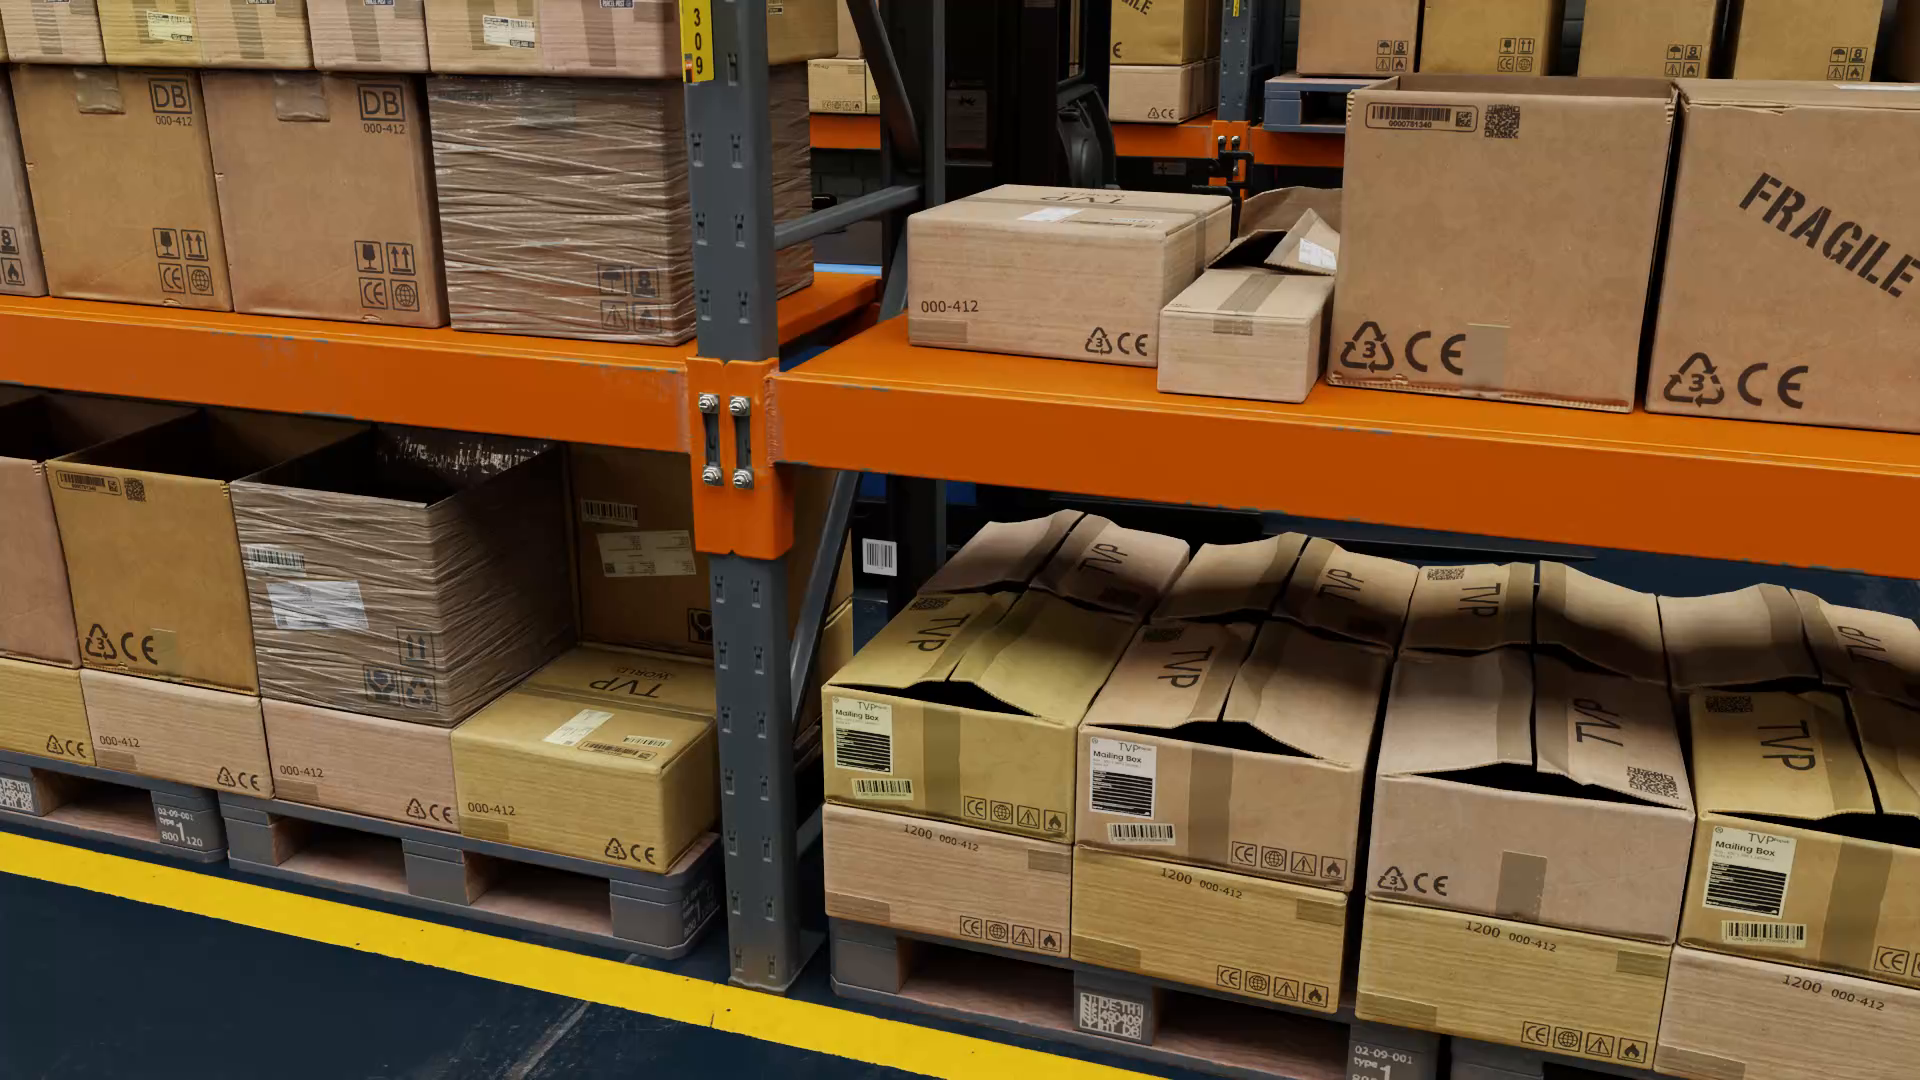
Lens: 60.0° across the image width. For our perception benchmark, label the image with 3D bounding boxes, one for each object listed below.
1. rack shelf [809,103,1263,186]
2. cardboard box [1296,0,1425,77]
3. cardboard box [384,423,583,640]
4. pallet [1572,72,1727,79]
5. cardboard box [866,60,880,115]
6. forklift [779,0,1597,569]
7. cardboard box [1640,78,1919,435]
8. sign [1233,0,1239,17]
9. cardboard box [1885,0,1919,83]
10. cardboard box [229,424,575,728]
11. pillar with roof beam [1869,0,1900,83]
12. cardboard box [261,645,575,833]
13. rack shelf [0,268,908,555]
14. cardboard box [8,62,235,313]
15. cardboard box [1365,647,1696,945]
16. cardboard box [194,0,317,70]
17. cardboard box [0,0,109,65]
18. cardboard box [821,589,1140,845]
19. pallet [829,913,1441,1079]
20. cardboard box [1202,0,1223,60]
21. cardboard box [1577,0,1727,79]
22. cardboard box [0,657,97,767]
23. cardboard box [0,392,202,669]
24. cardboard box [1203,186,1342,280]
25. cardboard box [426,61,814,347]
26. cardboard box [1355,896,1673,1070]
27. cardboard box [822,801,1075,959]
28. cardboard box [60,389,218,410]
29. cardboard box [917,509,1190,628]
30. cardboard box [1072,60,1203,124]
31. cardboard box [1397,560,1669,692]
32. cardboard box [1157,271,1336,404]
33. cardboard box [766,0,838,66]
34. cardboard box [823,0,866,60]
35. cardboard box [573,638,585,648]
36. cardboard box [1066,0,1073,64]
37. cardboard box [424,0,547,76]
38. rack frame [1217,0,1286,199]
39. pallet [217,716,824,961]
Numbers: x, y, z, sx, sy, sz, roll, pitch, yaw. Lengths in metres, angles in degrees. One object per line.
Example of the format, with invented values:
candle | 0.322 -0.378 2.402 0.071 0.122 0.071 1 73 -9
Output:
rack shelf | -0.521 -2.061 8.525 4.000 0.370 1.077 7 20 18
cardboard box | 1.838 -2.374 7.510 0.500 0.500 0.700 7 20 18
cardboard box | -1.064 -0.097 4.198 0.500 0.500 0.500 7 20 18
pallet | 3.263 -1.863 7.156 1.213 0.211 1.003 7 20 18
cardboard box | -0.127 -2.186 7.989 0.500 0.250 0.500 6 20 18
forklift | 0.607 -1.337 5.458 3.031 2.935 1.130 4 20 13
cardboard box | 1.437 -0.492 2.780 0.500 0.500 0.500 7 20 18
sign | 1.197 -2.424 7.158 0.005 0.325 0.100 7 20 18
cardboard box | 4.162 -2.107 6.744 0.500 0.500 0.700 5 20 13
cardboard box | -1.232 0.062 3.741 0.500 0.500 0.500 7 20 18
pillar with roof beam | 2.790 -3.657 2.895 0.400 9.000 9.100 7 20 18
cardboard box | -1.233 0.417 3.863 0.500 0.250 0.500 7 20 18
rack shelf | -2.143 -0.521 4.106 4.000 0.370 1.077 7 20 18
cardboard box | -1.648 -0.848 3.799 0.500 0.500 0.700 7 20 19
cardboard box | 1.015 0.424 2.989 0.500 0.311 0.500 6 20 16
cardboard box | -1.311 -1.043 3.375 0.250 0.149 0.380 6 20 18
cardboard box | -1.780 -1.098 3.532 0.250 0.149 0.380 7 20 20
cardboard box | 0.055 0.313 3.308 0.500 0.311 0.500 7 20 18
pallet | 0.455 0.740 3.633 1.213 0.211 1.003 7 20 18
cardboard box | 0.993 -2.593 8.017 0.500 0.500 0.500 6 20 17
cardboard box | 2.995 -2.250 7.154 0.500 0.500 0.700 10 21 26
cardboard box | -2.183 0.313 4.159 0.500 0.250 0.500 7 20 18
cardboard box | -2.183 -0.040 4.035 0.500 0.500 0.500 7 20 18
cardboard box | 0.637 -0.543 3.281 0.258 0.266 0.396 6 20 17
cardboard box | -0.675 -0.737 3.483 0.500 0.500 0.700 6 20 17
cardboard box | 1.018 0.687 3.087 0.500 0.250 0.500 6 20 16
cardboard box | 0.046 0.576 3.405 0.500 0.250 0.500 6 20 17
cardboard box | -2.007 -0.207 4.513 0.500 0.500 0.500 7 20 18
cardboard box | 0.223 0.146 3.789 0.500 0.311 0.500 7 20 18
cardboard box | 0.821 -2.080 7.685 0.500 0.250 0.500 7 20 18
cardboard box | 1.187 0.255 3.476 0.500 0.311 0.500 6 20 18
cardboard box | 0.516 -0.366 2.952 0.250 0.149 0.380 7 20 18
cardboard box | -0.444 -1.087 3.500 0.250 0.149 0.380 6 20 18
cardboard box | -0.617 -2.598 8.031 0.500 0.500 0.500 7 20 20
cardboard box | -1.063 0.256 4.324 0.500 0.250 0.500 7 20 18
cardboard box | 0.347 -2.485 7.705 0.500 0.500 0.500 6 20 18
cardboard box | -0.814 -0.988 3.216 0.250 0.149 0.380 6 20 17
rack frame | 1.368 -2.185 7.787 0.127 3.000 1.000 7 20 18
pallet | -0.992 0.573 4.110 1.213 0.211 1.003 7 20 18
